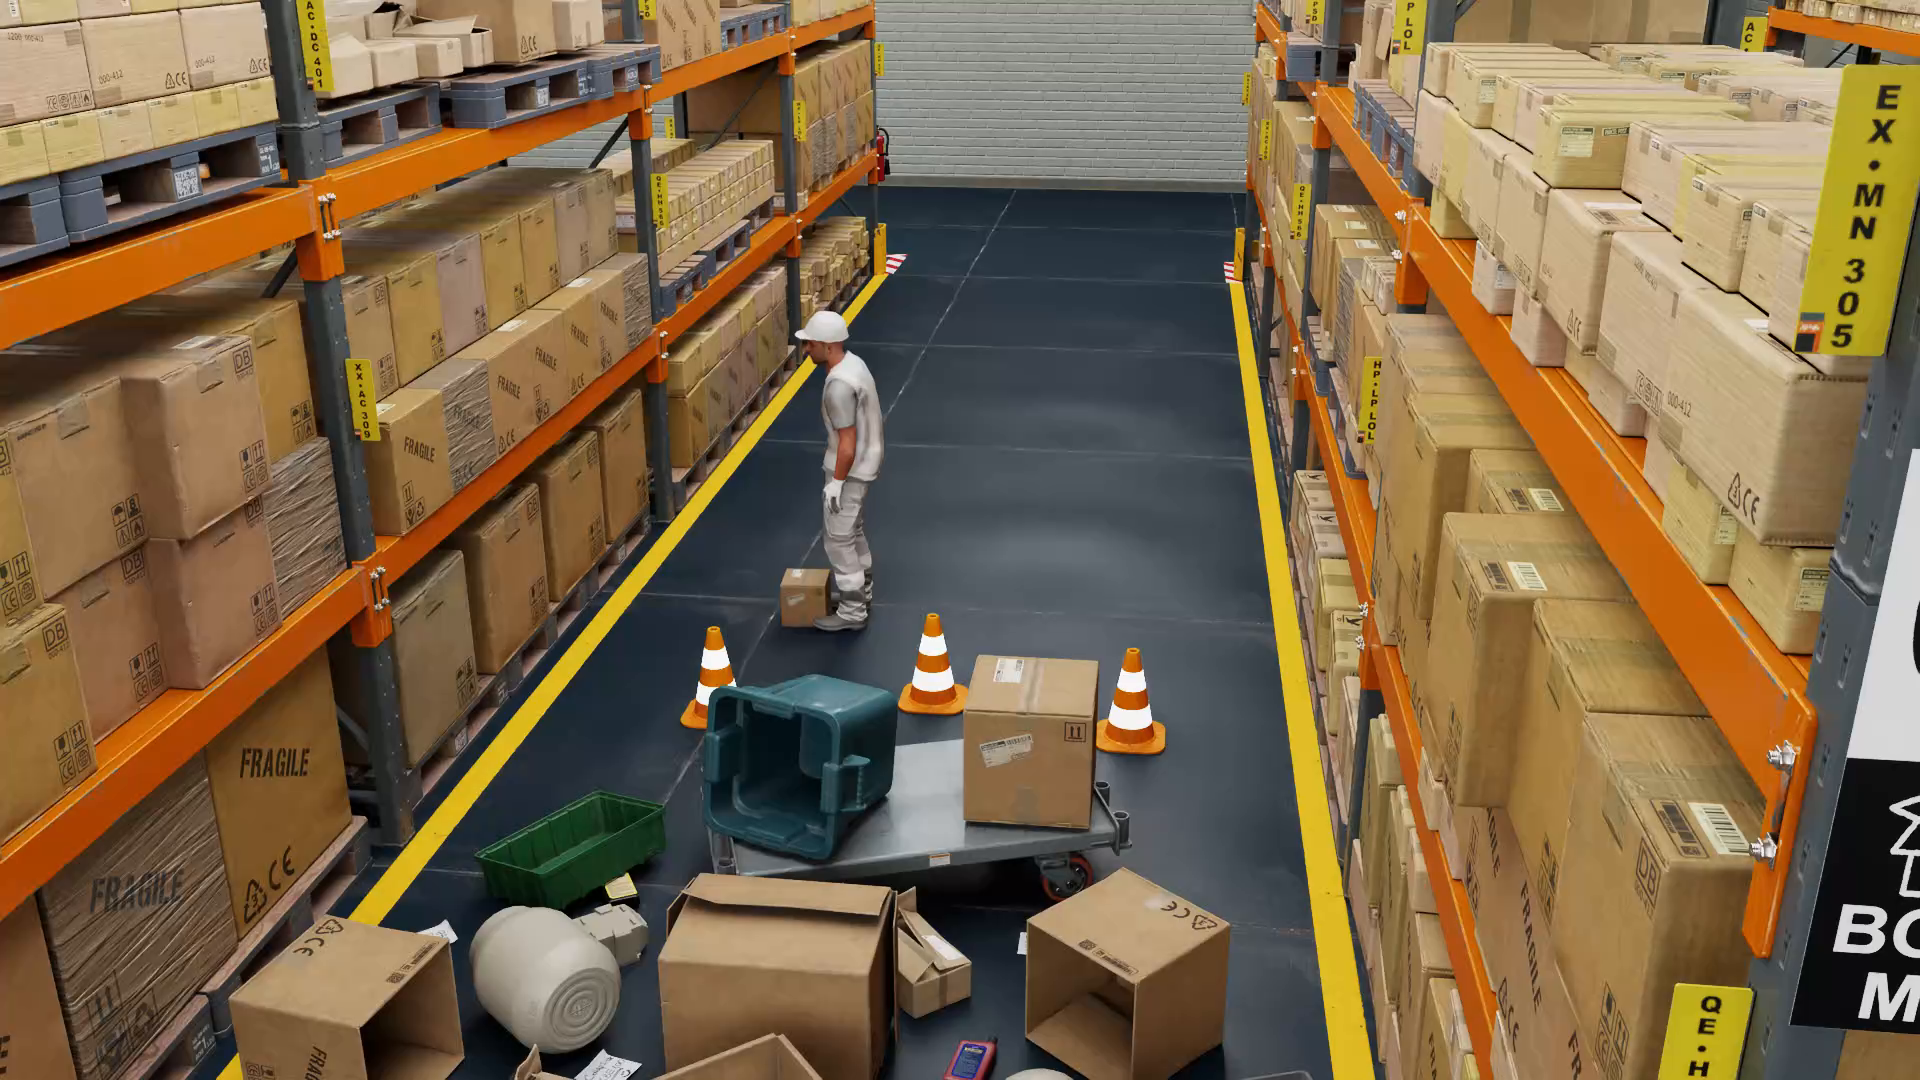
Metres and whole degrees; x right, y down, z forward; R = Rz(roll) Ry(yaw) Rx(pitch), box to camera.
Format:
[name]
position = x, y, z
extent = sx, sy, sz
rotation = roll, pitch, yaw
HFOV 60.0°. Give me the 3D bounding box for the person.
[person]
position = -0.641, -0.374, 9.039
extent = 0.452, 1.778, 0.613
rotation = 1, 21, 3
